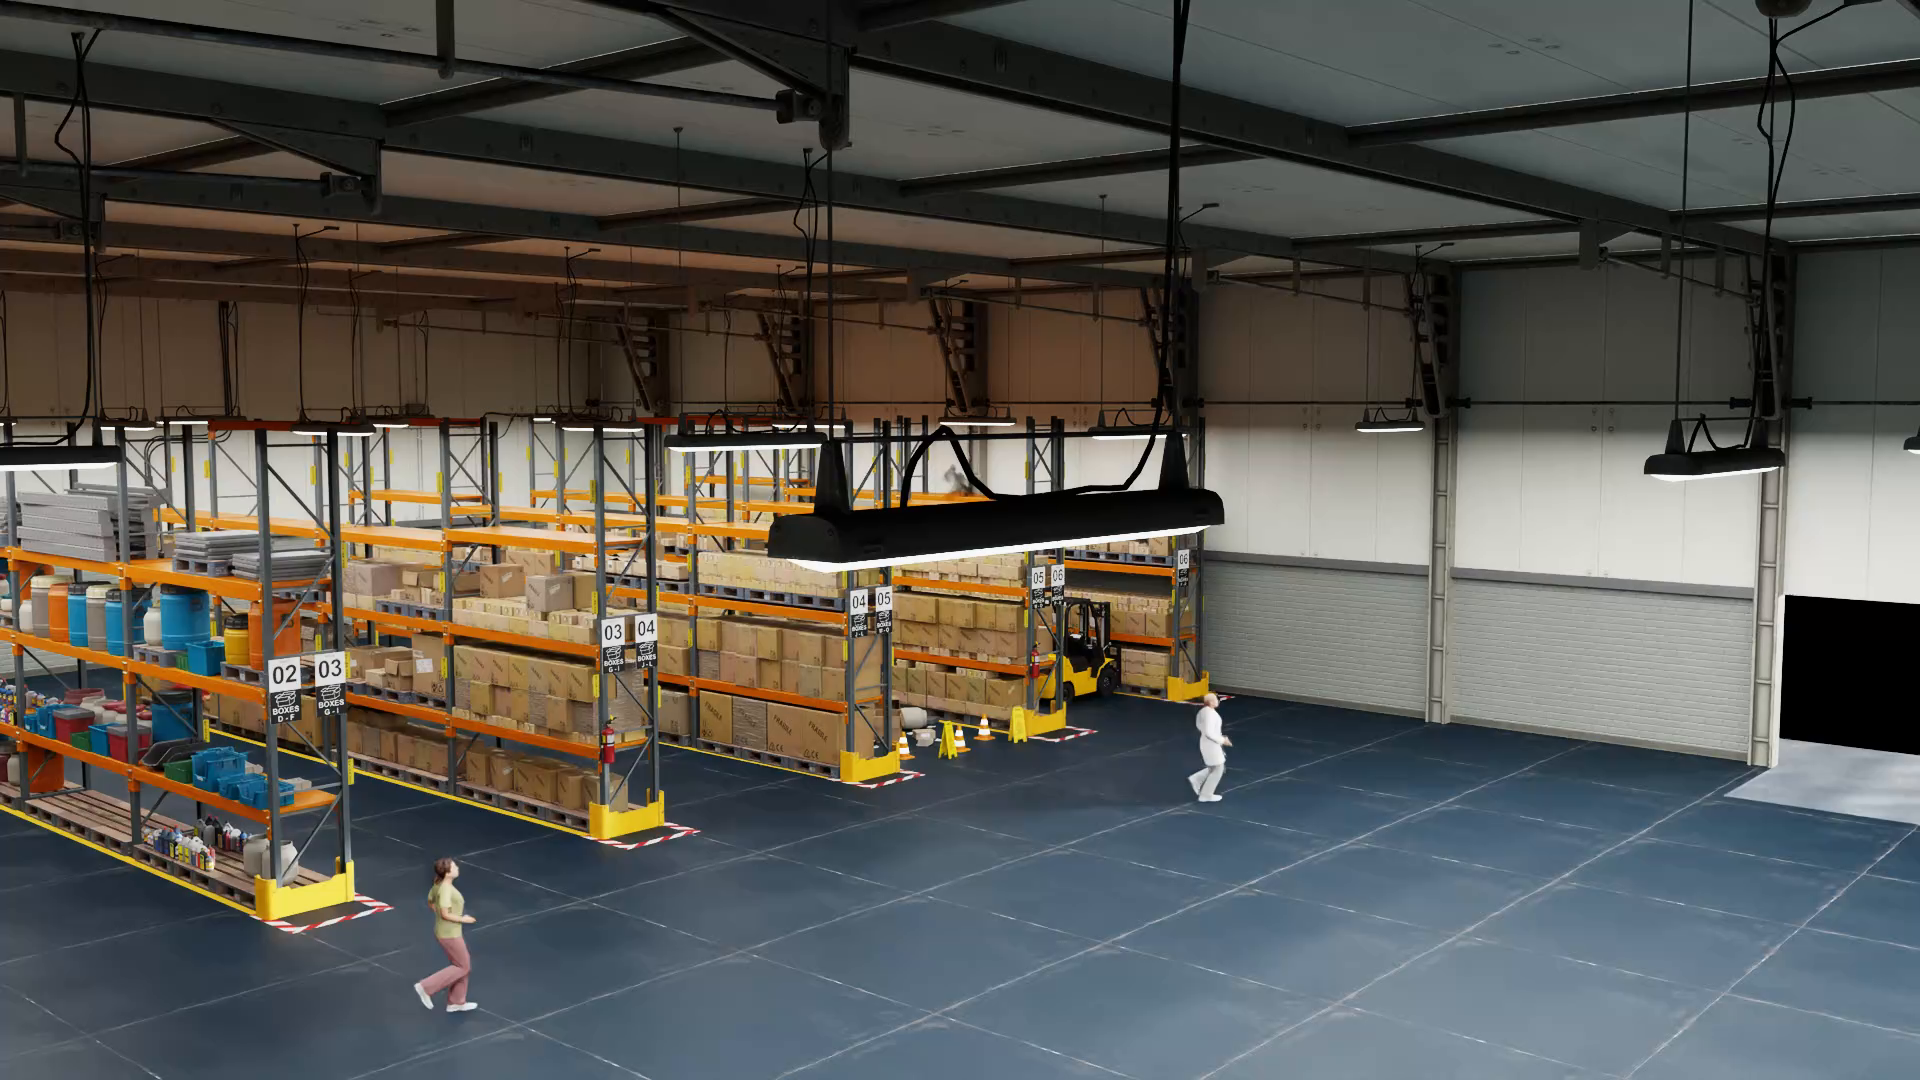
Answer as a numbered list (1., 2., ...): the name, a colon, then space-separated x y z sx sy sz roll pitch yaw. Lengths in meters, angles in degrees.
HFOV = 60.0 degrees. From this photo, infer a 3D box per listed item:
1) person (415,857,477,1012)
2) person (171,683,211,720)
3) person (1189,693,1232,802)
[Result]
1. person: -5.339 4.086 17.190 0.626 1.628 0.580 -3 5 -28
2. person: -13.255 3.081 28.701 0.830 1.782 0.643 3 6 33
3. person: 3.955 3.277 26.292 0.632 1.730 0.689 0 5 -3
